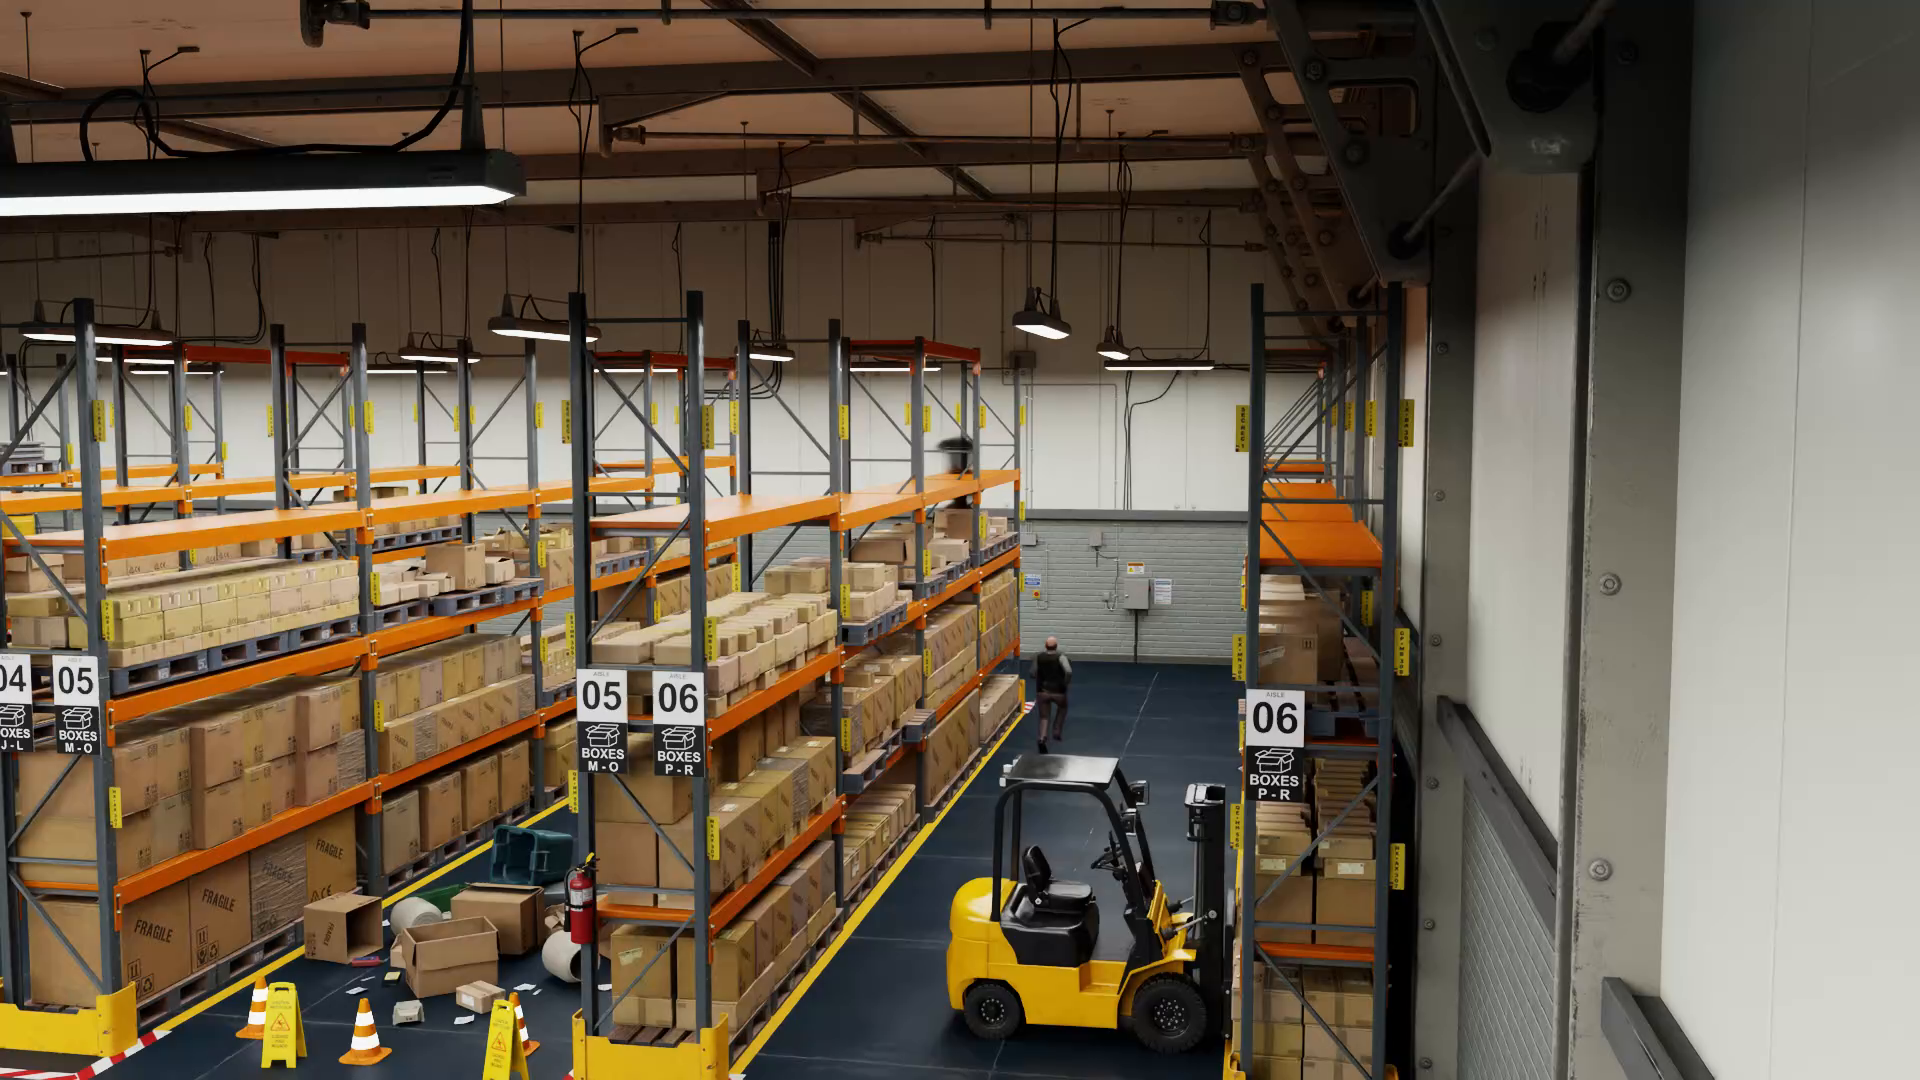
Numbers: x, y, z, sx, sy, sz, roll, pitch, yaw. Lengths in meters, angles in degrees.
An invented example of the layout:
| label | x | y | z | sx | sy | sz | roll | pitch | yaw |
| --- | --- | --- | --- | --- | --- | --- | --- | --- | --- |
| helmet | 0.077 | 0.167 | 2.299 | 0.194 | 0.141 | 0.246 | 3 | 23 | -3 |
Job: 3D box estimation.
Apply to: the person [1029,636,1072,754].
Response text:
| label | x | y | z | sx | sy | sz | roll | pitch | yaw |
| --- | --- | --- | --- | --- | --- | --- | --- | --- | --- |
| person | 1.321 | 2.237 | 24.081 | 0.666 | 1.685 | 0.934 | 1 | 5 | 13 |
